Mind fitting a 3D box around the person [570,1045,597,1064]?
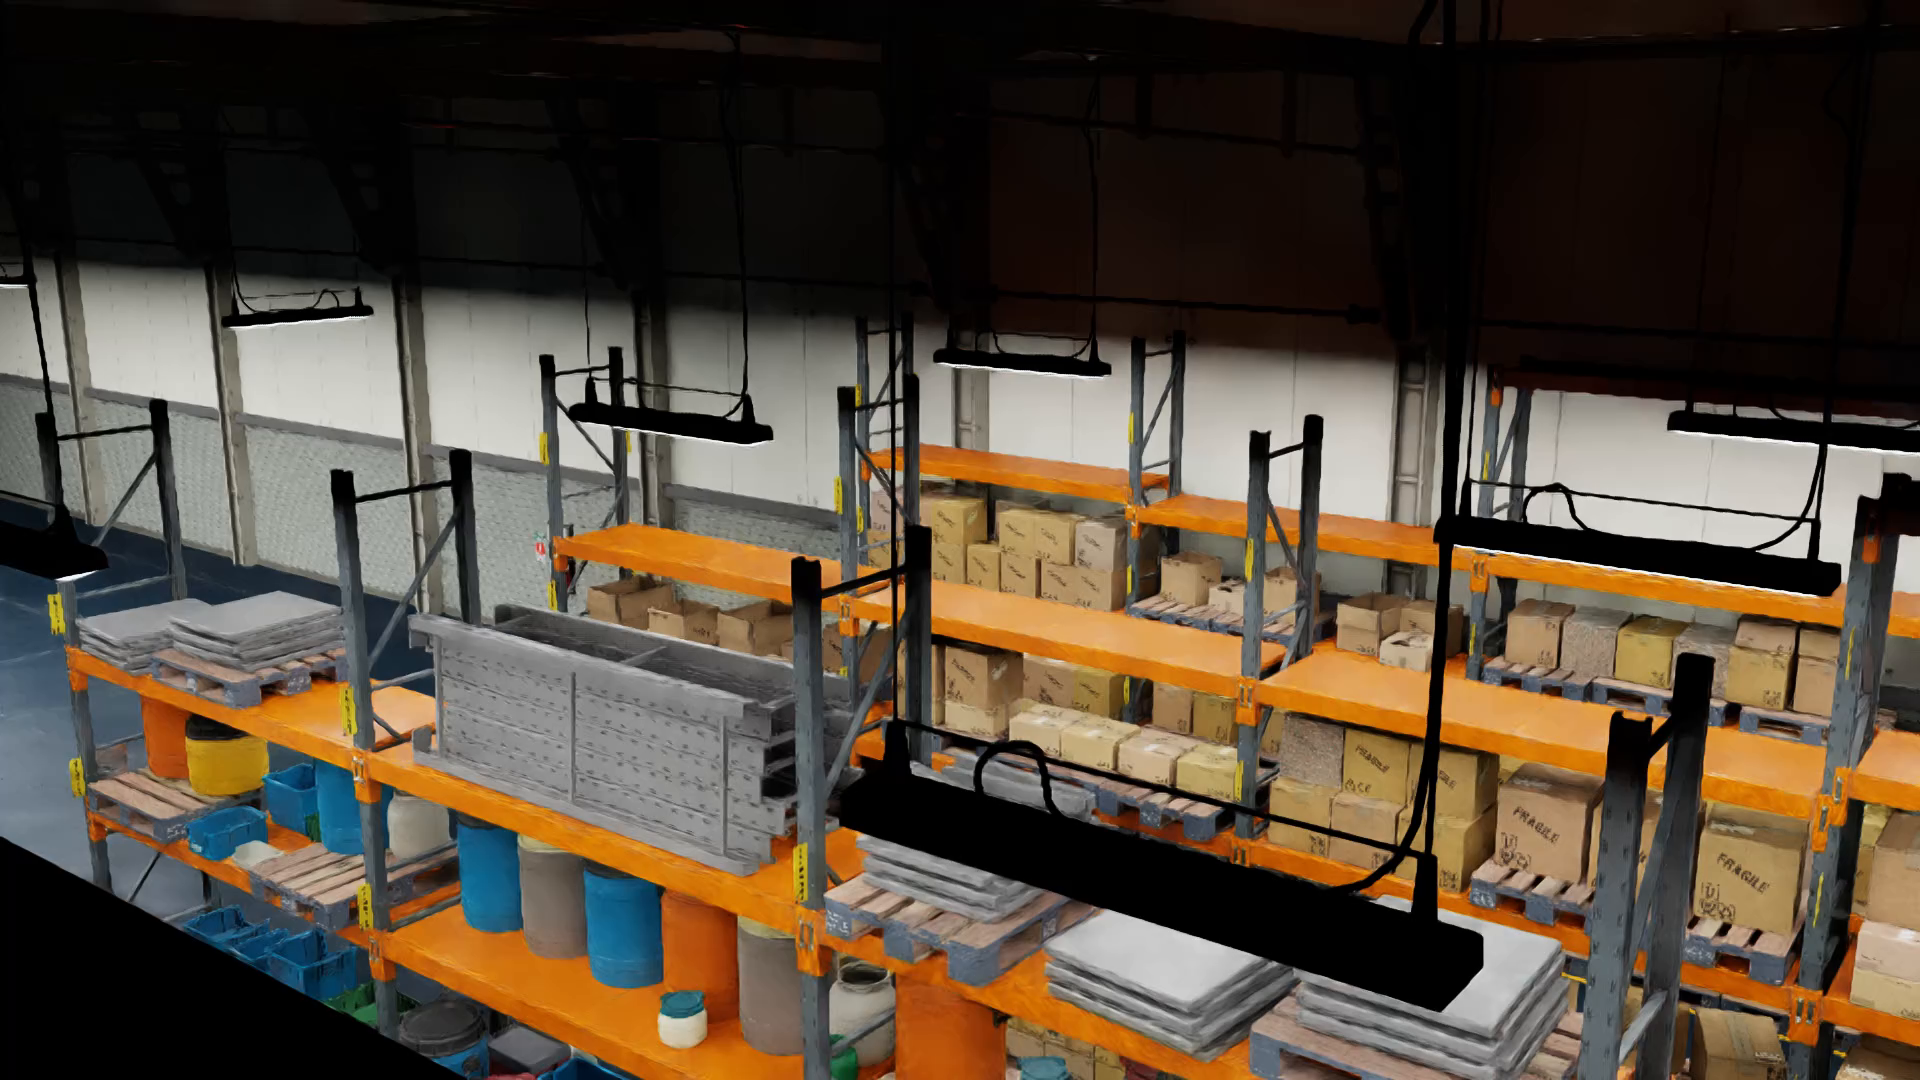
[{"bbox_3d":[-3.286,4.153,13.803,1.090,1.583,0.497,10,17,38],"label":"person"}]
